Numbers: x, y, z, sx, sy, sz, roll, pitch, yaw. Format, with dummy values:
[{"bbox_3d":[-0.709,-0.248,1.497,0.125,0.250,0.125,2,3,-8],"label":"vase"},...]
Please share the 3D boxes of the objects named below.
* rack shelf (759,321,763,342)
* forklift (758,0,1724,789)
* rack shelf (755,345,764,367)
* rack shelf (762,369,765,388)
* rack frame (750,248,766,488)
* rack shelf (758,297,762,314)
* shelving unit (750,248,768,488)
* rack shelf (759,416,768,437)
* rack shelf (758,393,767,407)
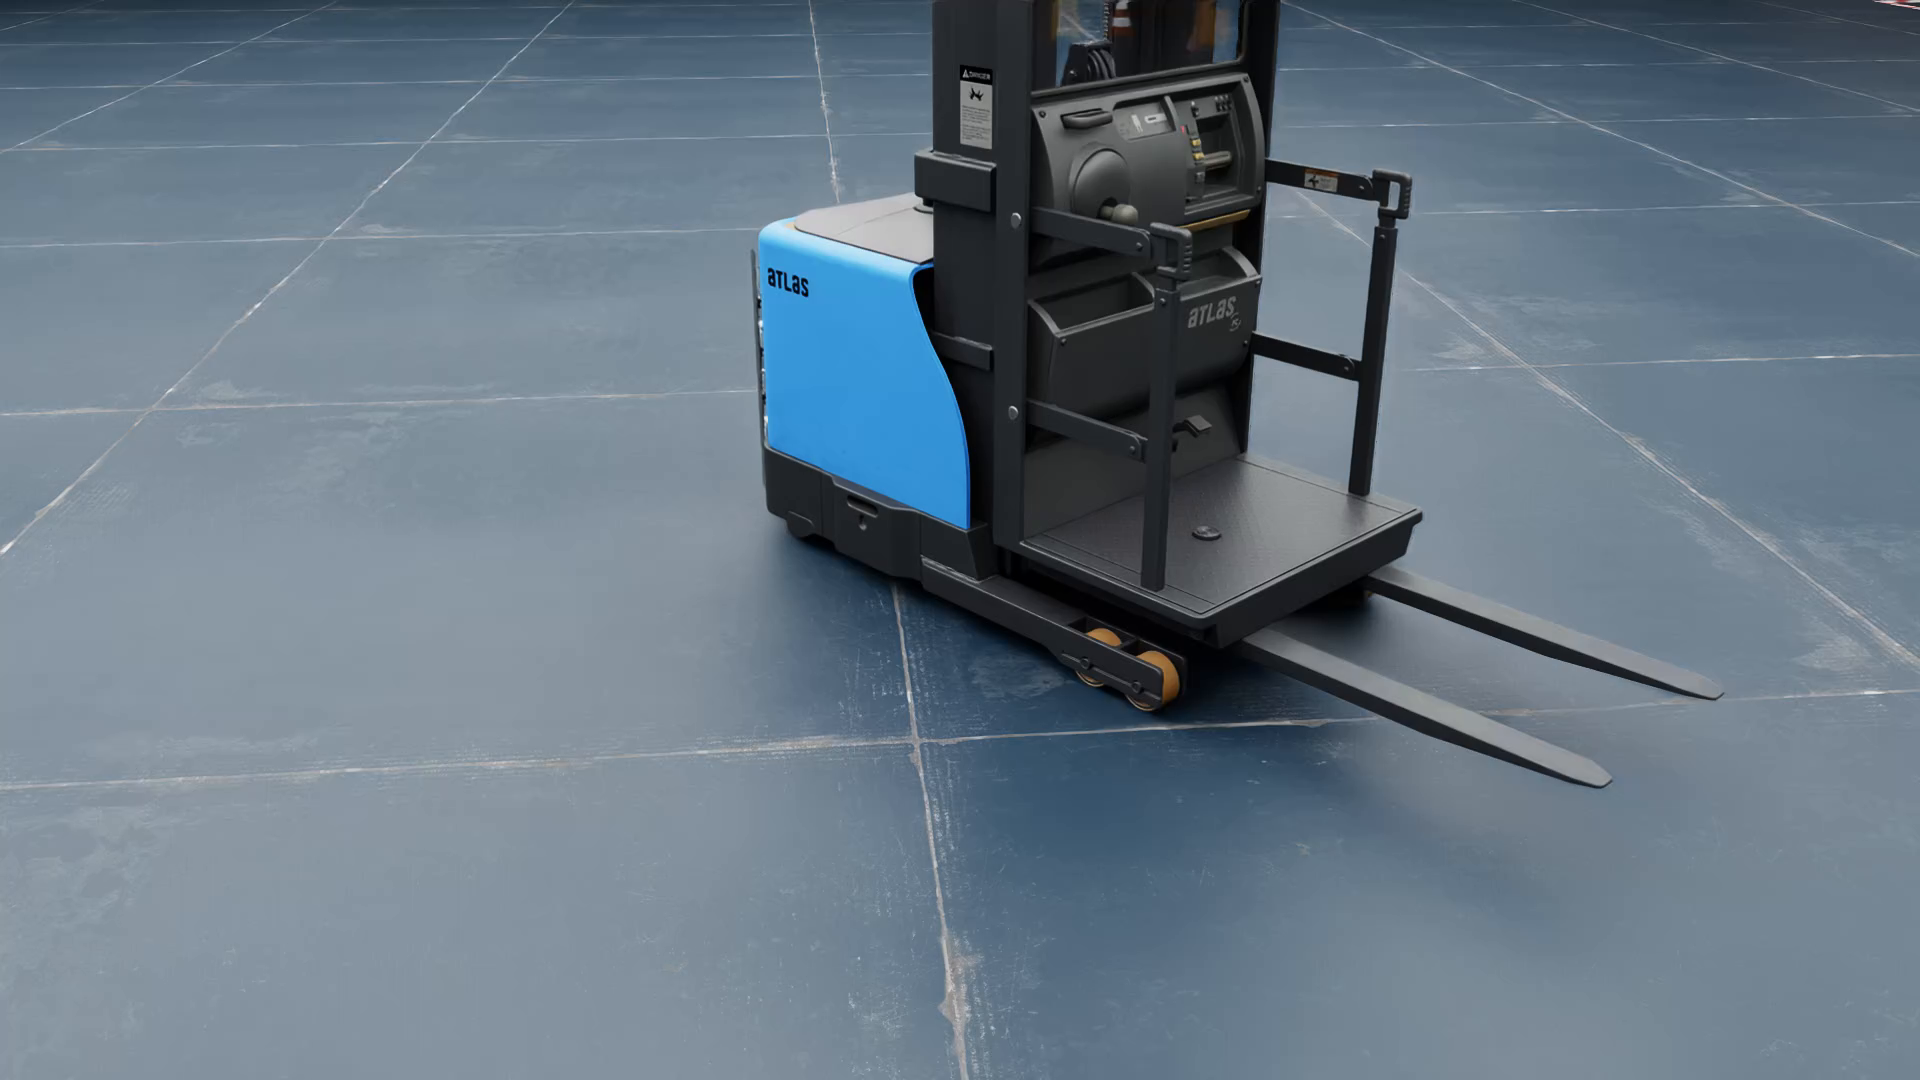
[{"bbox_3d":[-0.577,-0.740,5.944,0.200,0.077,0.258,-21,31,-39],"label":"rack shelf"},{"bbox_3d":[0.703,-1.095,4.604,1.130,2.935,3.031,-21,32,-39],"label":"forklift"},{"bbox_3d":[-0.577,-0.657,5.980,0.200,0.077,0.258,-21,31,-39],"label":"rack shelf"},{"bbox_3d":[-0.576,-0.575,6.016,0.200,0.077,0.258,-21,31,-39],"label":"rack shelf"},{"bbox_3d":[-0.650,-0.577,5.939,0.006,0.900,0.240,-21,31,-39],"label":"rack frame"},{"bbox_3d":[-0.577,-0.822,5.908,0.200,0.077,0.258,-21,31,-39],"label":"rack shelf"},{"bbox_3d":[-0.577,-0.606,6.003,0.210,0.900,0.258,-21,31,-39],"label":"shelving unit"},{"bbox_3d":[-0.576,-0.410,6.089,0.200,0.077,0.258,-21,31,-39],"label":"rack shelf"},{"bbox_3d":[-0.576,-0.493,6.053,0.200,0.077,0.258,-21,31,-39],"label":"rack shelf"}]
